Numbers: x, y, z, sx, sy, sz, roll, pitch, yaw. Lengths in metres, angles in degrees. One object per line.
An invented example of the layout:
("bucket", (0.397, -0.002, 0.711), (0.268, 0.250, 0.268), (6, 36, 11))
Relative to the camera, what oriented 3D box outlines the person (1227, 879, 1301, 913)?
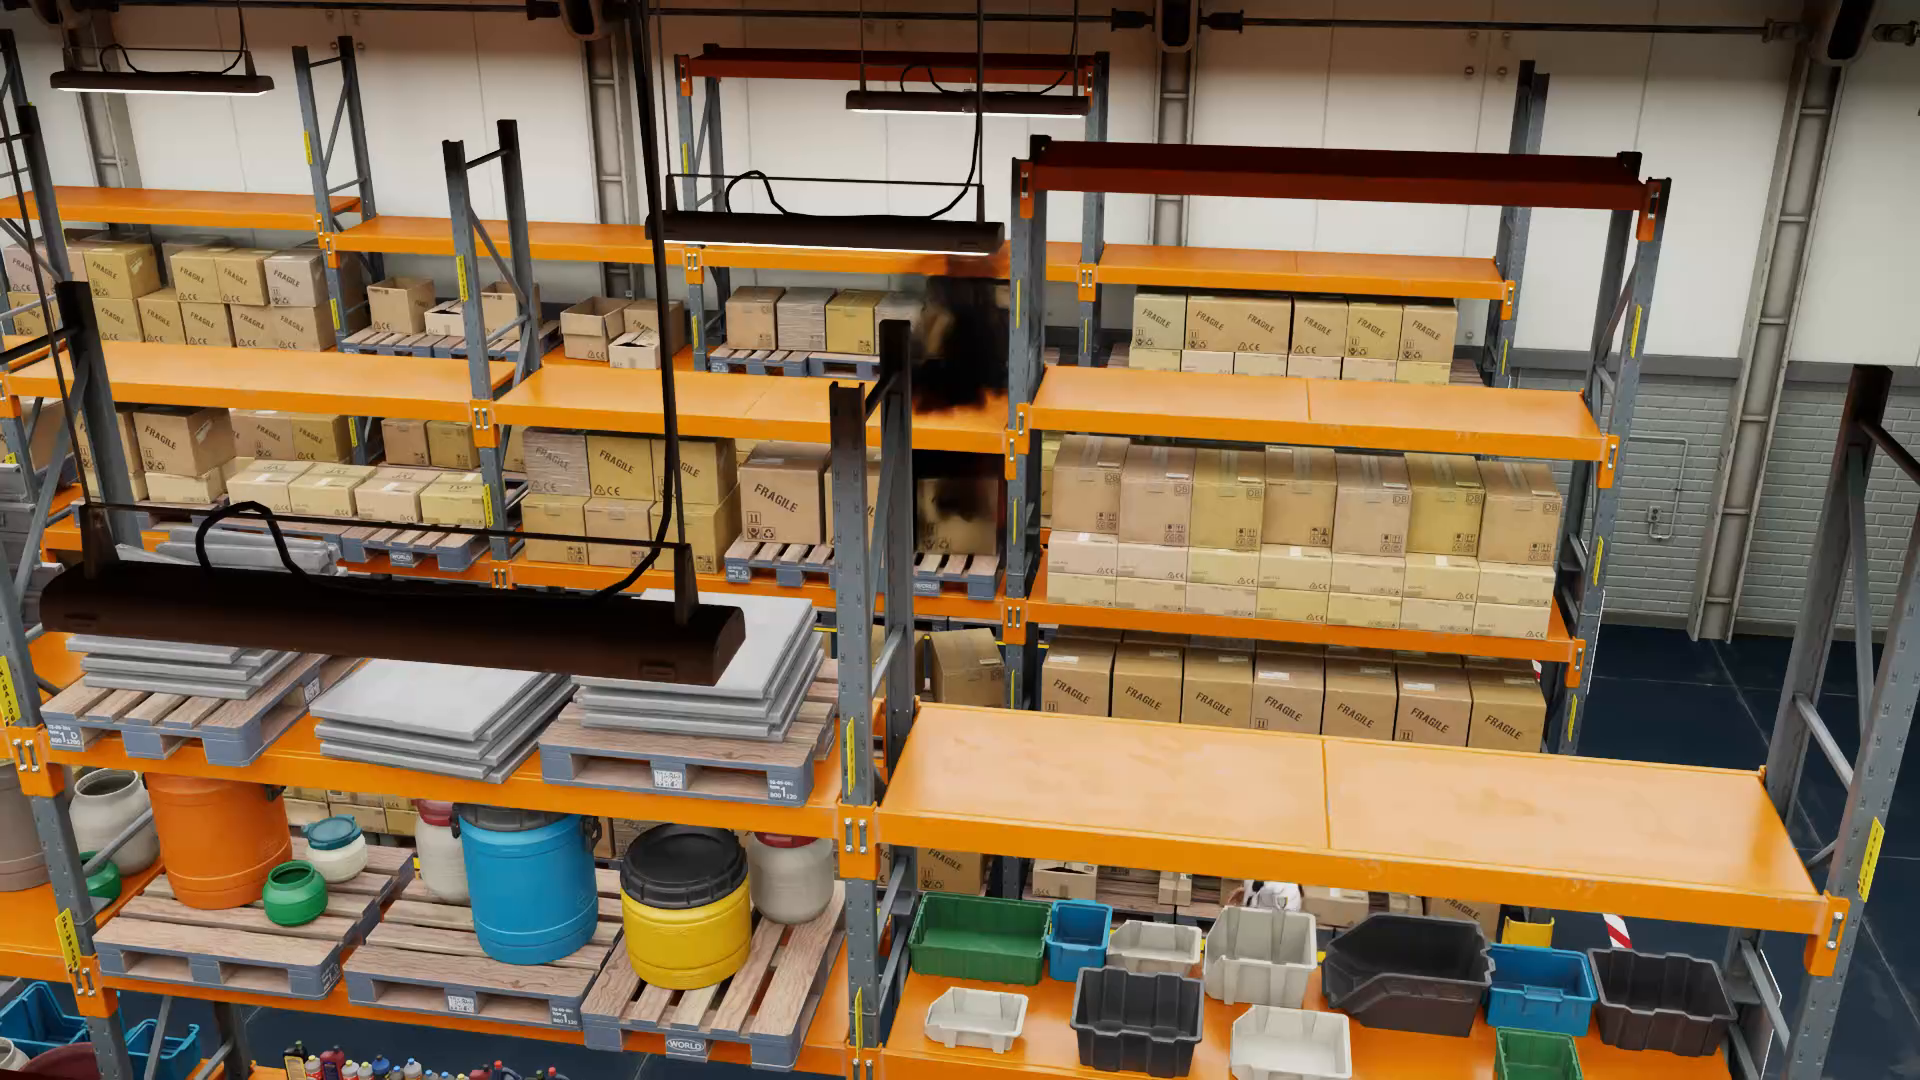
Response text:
("person", (2.108, 2.626, 11.235), (0.605, 1.759, 0.656), (2, 23, 5))
